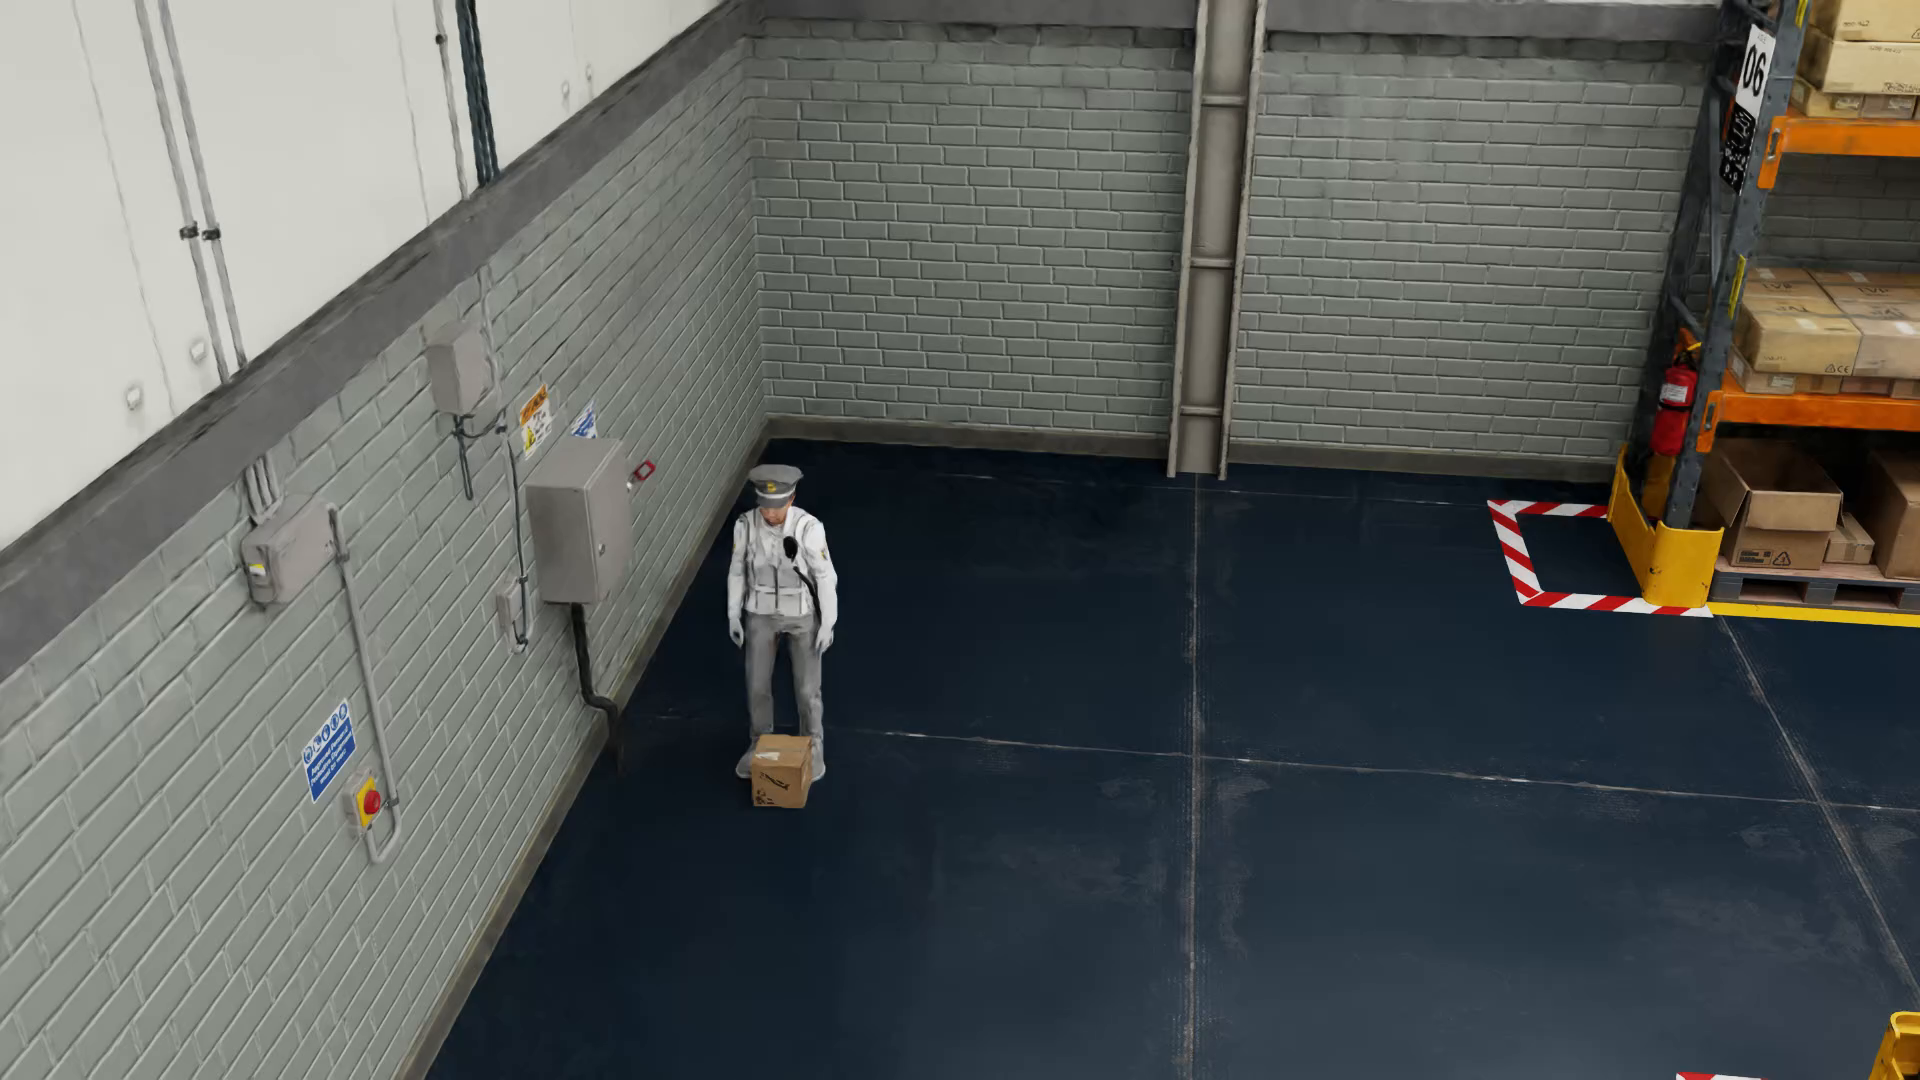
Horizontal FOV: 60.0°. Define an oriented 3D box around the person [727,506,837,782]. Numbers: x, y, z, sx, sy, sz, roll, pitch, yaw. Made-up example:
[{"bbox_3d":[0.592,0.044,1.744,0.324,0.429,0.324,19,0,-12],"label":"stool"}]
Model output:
[{"bbox_3d":[-0.842,0.469,7.968,0.528,1.461,0.358,4,29,6],"label":"person"}]
